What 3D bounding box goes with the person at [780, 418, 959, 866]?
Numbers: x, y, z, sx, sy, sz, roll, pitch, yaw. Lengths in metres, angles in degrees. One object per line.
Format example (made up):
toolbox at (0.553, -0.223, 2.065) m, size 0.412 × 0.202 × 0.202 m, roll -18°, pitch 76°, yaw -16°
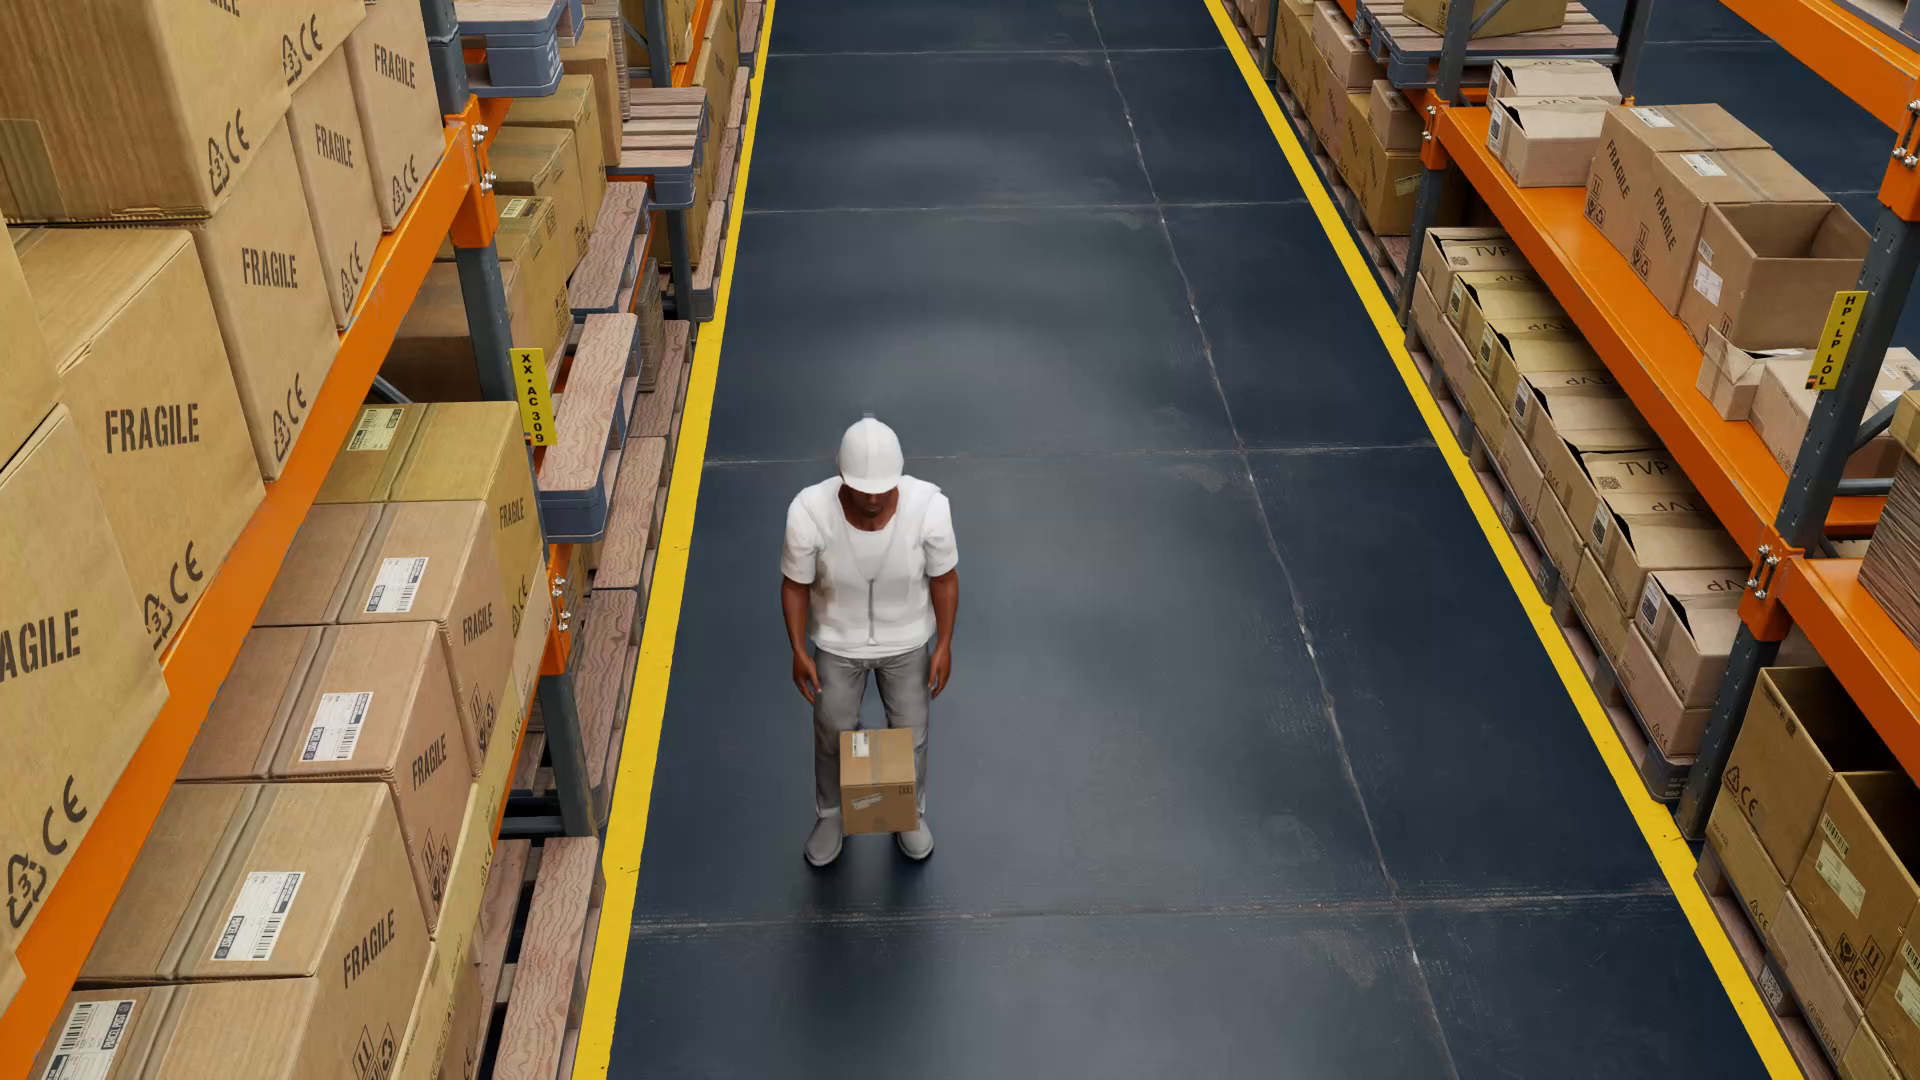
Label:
person at (-0.297, 0.345, 5.634) m, size 0.592 × 1.764 × 0.430 m, roll -2°, pitch 35°, yaw -3°
